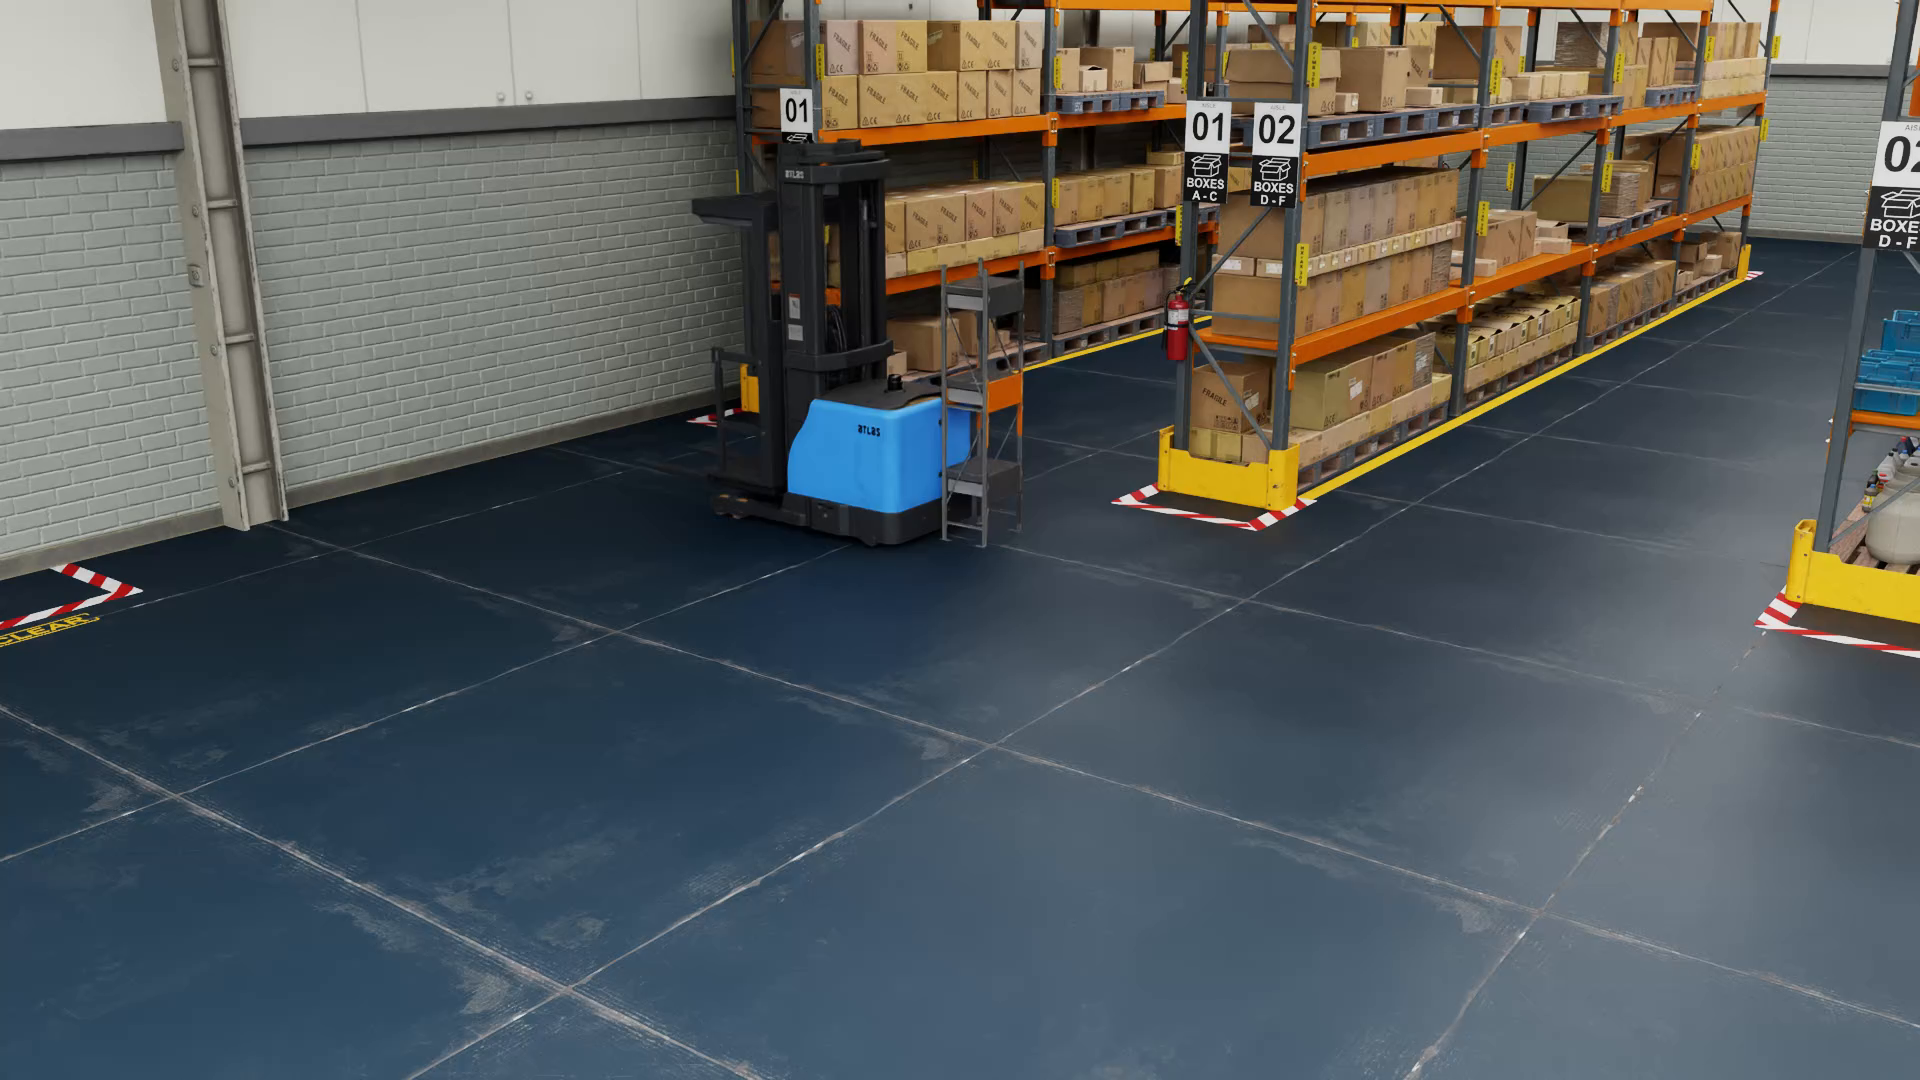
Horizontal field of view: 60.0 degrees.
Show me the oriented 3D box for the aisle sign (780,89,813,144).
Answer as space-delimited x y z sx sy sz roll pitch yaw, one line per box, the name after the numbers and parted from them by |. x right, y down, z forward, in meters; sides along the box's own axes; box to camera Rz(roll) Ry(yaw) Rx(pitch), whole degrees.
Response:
-1.541 -3.857 15.723 0.394 0.787 0.004 12 21 35 | aisle sign

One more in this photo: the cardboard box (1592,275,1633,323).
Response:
8.120 -3.035 20.933 0.500 0.500 0.500 12 21 34 | cardboard box

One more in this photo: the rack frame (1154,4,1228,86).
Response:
3.028 -7.456 21.580 1.000 3.000 0.127 12 21 35 | rack frame

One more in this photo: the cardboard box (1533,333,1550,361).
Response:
6.285 -2.193 18.676 0.500 0.250 0.500 13 21 36 | cardboard box

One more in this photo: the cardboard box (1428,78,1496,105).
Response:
5.000 -4.470 16.569 0.500 0.250 0.500 15 23 40 | cardboard box

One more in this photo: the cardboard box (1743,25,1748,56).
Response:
11.116 -7.350 24.443 0.700 0.500 0.500 12 21 35 | cardboard box

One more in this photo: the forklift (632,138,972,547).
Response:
-1.388 -1.677 13.202 3.031 2.935 1.130 13 21 35 | forklift

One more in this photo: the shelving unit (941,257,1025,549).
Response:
0.169 -1.032 12.527 0.431 2.100 0.503 11 21 32 | shelving unit

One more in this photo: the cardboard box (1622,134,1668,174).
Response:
9.485 -5.361 23.094 0.500 0.500 0.500 13 21 35 | cardboard box

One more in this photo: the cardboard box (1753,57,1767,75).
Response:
11.674 -7.054 24.754 0.500 0.250 0.500 12 21 35 | cardboard box

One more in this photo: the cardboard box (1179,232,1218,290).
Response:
3.572 -3.917 23.216 0.750 0.750 0.750 12 21 34 | cardboard box

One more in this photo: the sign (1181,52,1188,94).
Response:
1.814 -3.728 13.273 0.100 0.325 0.005 12 21 35 | sign

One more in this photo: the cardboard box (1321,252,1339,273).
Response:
2.954 -2.347 13.980 0.380 0.149 0.250 13 21 35 | cardboard box

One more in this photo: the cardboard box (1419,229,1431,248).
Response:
4.177 -2.835 15.552 0.380 0.149 0.250 12 21 35 | cardboard box

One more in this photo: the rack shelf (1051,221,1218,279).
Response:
1.836 -3.771 21.043 1.077 0.370 4.000 12 21 35 | rack shelf

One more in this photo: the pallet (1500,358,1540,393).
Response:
5.759 -1.906 18.527 1.003 0.211 1.213 12 21 35 | pallet

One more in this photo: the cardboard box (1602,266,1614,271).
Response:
8.295 -3.367 22.001 0.500 0.500 0.500 13 21 35 | cardboard box

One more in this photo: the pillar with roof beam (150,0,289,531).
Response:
-2.134 -3.681 9.422 9.100 9.000 0.400 12 21 35 | pillar with roof beam

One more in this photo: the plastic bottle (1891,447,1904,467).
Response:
7.421 -0.568 13.239 0.144 0.351 0.185 12 21 34 | plastic bottle

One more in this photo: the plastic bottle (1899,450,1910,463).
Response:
7.617 -0.589 13.442 0.097 0.271 0.097 0 17 0 | plastic bottle

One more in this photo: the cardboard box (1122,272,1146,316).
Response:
1.967 -3.201 21.468 0.700 0.500 0.500 12 21 34 | cardboard box

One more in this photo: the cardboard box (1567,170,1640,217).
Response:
7.992 -4.319 20.717 0.500 0.500 0.700 -15 23 -40 | cardboard box

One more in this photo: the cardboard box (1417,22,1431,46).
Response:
7.271 -8.124 26.901 0.500 0.500 0.500 13 22 36 | cardboard box

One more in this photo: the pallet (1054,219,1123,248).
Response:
1.217 -3.703 19.934 1.003 0.211 1.213 12 21 35 | pallet

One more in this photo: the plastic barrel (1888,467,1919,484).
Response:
6.847 -0.237 11.936 0.421 0.512 0.421 0 17 0 | plastic barrel

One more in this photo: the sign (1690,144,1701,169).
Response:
9.840 -5.125 22.237 0.100 0.325 0.005 12 21 35 | sign

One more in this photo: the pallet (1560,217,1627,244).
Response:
7.356 -3.799 20.243 1.213 0.211 1.003 12 21 35 | pallet

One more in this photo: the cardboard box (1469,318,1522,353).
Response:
5.682 -2.215 17.803 0.500 0.311 0.500 12 21 33 | cardboard box

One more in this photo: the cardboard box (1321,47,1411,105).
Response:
3.543 -4.143 14.852 0.797 0.503 0.637 15 23 41 | cardboard box

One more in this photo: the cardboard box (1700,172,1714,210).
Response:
10.217 -4.913 23.338 0.500 0.500 0.500 13 21 36 | cardboard box

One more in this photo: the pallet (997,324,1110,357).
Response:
1.107 -2.492 20.414 1.003 0.211 1.213 12 21 35 | pallet

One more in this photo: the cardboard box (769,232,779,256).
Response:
-1.628 -3.132 16.725 0.500 0.500 0.500 12 21 34 | cardboard box

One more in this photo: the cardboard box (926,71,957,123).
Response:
-0.382 -4.588 17.201 0.500 0.500 0.500 14 22 38 | cardboard box

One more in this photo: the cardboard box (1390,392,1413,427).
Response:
3.933 -1.263 15.682 0.500 0.250 0.500 12 21 35 | cardboard box

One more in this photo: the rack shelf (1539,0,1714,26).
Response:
8.200 -6.523 20.465 1.077 0.370 4.000 12 21 35 | rack shelf

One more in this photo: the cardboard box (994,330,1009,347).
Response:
0.350 -2.363 19.330 0.380 0.166 0.250 9 20 28 | cardboard box

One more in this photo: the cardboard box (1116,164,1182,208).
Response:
2.445 -4.597 21.580 0.700 0.500 0.500 10 20 30 | cardboard box

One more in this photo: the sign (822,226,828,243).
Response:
-1.303 -3.003 15.897 0.100 0.325 0.005 12 21 35 | sign

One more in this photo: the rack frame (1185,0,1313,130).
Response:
2.242 -4.676 12.629 1.000 3.000 0.127 12 21 35 | rack frame

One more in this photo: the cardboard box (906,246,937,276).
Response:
-0.587 -2.930 17.341 0.500 0.250 0.500 12 21 34 | cardboard box

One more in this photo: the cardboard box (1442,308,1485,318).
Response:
5.543 -2.429 18.490 0.500 0.311 0.500 12 21 34 | cardboard box

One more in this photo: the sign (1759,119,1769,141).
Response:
12.209 -6.223 25.240 0.100 0.325 0.005 12 21 35 | sign

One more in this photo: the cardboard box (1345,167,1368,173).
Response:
5.748 -5.813 25.900 0.980 0.700 0.700 13 21 36 | cardboard box

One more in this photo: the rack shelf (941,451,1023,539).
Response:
0.169 -0.351 12.739 0.431 0.518 0.480 11 21 32 | rack shelf

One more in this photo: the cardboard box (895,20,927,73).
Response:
-0.678 -4.936 16.636 0.500 0.500 0.500 13 22 36 | cardboard box

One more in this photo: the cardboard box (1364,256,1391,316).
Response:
3.451 -2.337 15.043 0.700 0.500 0.500 13 22 36 | cardboard box

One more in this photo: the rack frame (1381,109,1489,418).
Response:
4.625 -2.764 16.586 1.000 3.000 0.127 12 21 35 | rack frame

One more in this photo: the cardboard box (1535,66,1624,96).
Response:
7.242 -5.307 19.548 0.910 0.500 0.500 12 21 35 | cardboard box

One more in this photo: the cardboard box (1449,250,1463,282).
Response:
4.884 -2.817 17.011 0.500 0.250 0.500 14 22 38 | cardboard box

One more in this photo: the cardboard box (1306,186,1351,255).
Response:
2.871 -2.726 14.109 0.700 0.500 0.500 12 21 33 | cardboard box

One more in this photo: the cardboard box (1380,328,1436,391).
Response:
4.217 -1.743 15.964 0.500 0.500 0.500 12 21 35 | cardboard box

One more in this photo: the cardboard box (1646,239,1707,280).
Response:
10.507 -4.136 24.471 0.797 0.503 0.637 12 21 35 | cardboard box

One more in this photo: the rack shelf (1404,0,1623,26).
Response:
5.817 -5.571 17.397 1.077 0.370 4.000 12 21 35 | rack shelf
